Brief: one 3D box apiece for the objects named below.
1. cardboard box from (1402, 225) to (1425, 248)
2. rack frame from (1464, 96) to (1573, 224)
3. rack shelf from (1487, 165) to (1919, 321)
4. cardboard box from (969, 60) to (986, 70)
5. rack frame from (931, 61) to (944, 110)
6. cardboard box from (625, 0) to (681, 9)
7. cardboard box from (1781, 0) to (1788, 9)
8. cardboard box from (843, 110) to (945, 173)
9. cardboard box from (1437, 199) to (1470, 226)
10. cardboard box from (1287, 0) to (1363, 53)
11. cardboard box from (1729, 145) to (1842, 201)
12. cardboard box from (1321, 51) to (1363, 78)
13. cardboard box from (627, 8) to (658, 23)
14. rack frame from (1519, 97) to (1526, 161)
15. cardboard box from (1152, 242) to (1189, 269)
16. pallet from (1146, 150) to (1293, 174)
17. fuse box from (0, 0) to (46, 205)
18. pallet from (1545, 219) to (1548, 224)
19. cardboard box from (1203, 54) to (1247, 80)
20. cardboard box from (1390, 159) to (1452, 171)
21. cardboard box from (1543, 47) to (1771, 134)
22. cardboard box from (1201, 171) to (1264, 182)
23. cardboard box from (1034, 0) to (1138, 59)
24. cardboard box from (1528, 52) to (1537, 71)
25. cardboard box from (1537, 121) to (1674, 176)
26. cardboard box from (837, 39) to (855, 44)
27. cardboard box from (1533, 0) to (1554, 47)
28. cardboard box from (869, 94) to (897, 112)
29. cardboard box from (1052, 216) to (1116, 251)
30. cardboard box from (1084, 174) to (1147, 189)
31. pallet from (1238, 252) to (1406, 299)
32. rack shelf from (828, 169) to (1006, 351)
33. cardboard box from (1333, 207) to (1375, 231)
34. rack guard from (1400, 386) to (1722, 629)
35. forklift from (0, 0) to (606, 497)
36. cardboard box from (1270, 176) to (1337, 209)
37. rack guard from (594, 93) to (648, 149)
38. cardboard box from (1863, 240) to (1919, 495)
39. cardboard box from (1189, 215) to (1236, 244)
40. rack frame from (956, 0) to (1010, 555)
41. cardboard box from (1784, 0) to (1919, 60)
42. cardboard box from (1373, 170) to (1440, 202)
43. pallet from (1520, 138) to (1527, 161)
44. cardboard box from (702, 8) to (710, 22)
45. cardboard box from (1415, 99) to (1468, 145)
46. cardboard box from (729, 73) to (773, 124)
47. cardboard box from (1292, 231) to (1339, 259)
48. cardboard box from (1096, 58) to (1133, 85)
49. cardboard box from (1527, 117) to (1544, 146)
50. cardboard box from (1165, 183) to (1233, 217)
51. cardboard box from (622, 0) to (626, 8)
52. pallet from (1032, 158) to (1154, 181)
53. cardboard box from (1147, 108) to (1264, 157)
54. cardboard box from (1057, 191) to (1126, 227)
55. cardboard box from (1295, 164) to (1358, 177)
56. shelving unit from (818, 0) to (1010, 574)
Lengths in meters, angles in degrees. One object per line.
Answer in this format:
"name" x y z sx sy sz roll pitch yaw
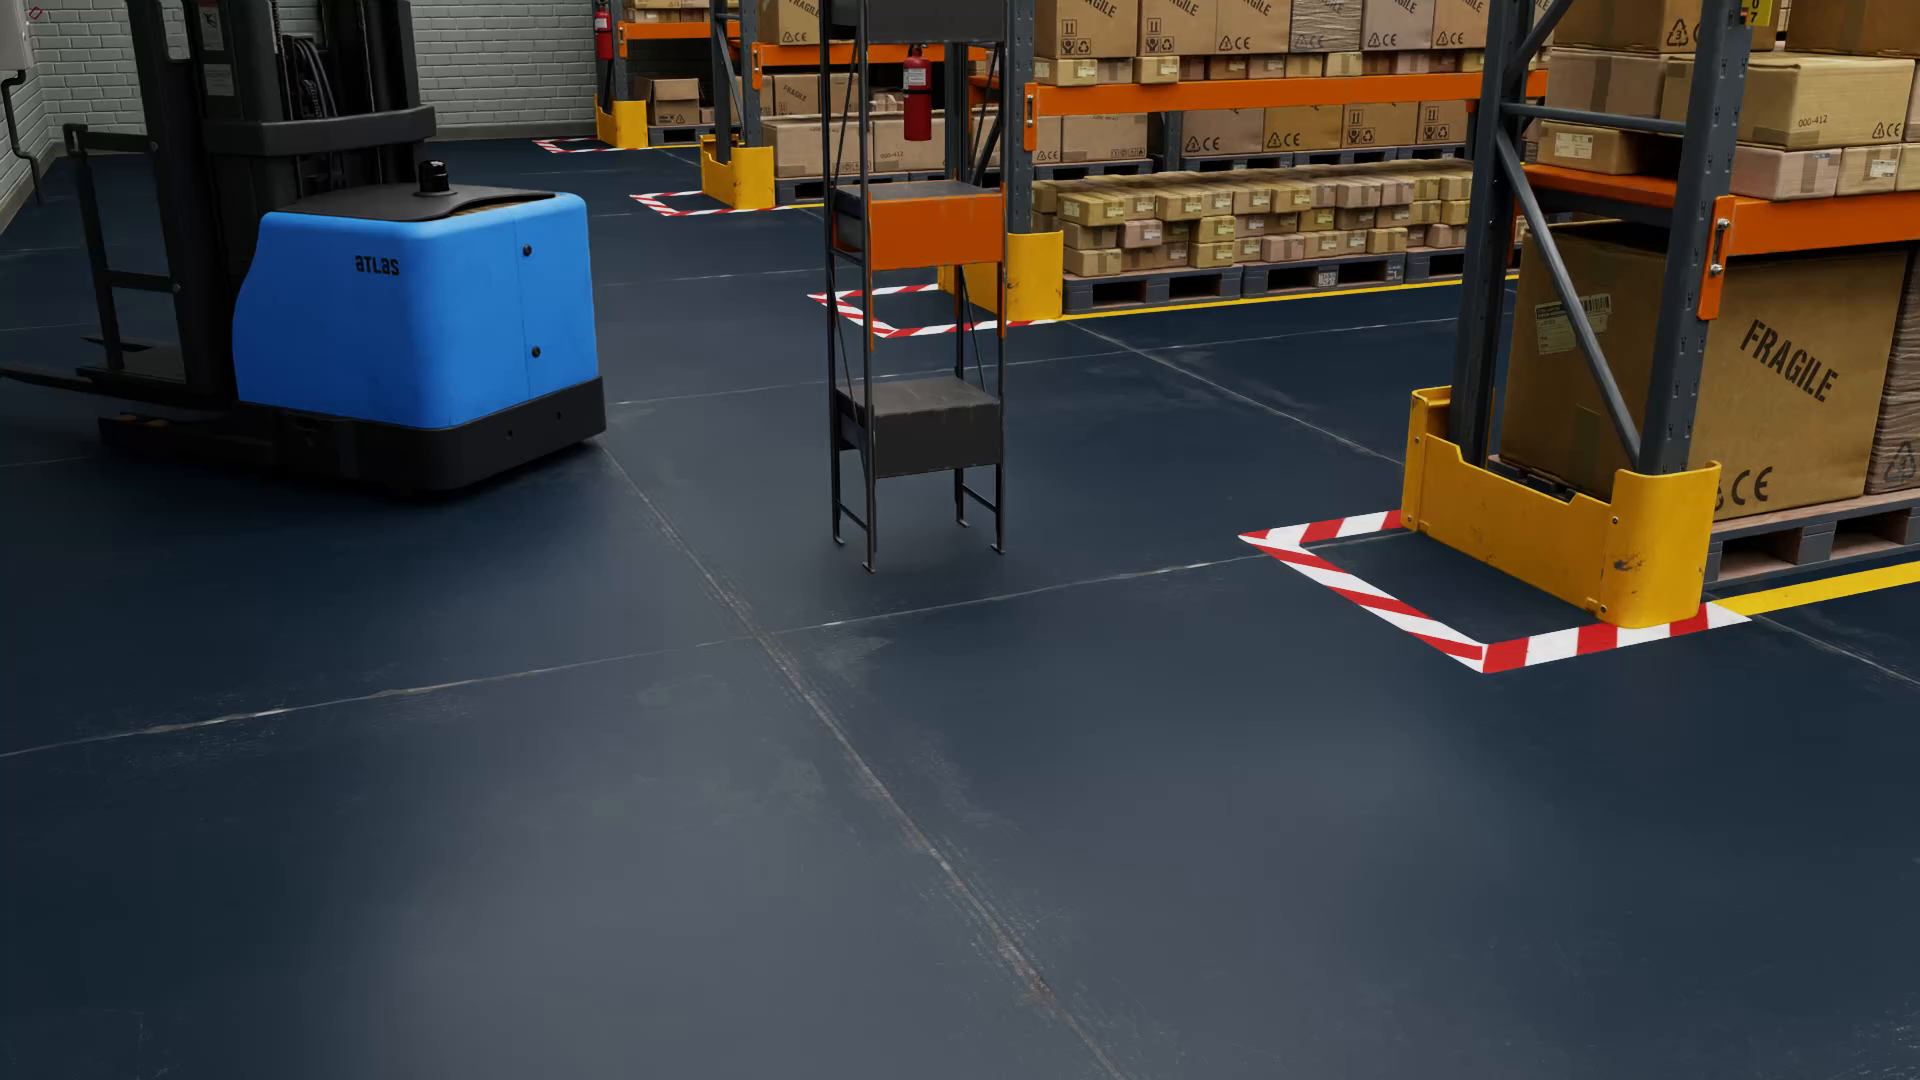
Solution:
"cardboard box" 2.827 -2.021 10.906 0.250 0.149 0.380 -9 21 -23
"rack frame" 3.831 -3.384 11.116 0.127 3.000 1.000 -8 21 -22
"rack shelf" 3.866 -1.256 6.155 4.000 0.370 1.077 -8 21 -22
"cardboard box" 0.242 -5.684 19.804 0.250 0.149 0.380 -7 21 -19
"rack frame" -0.192 -6.393 19.663 0.127 3.000 1.000 -8 21 -22
"cardboard box" -3.342 -5.914 18.080 0.500 0.250 0.500 -8 21 -22
"cardboard box" 5.334 -3.655 11.183 0.250 0.149 0.380 -7 21 -20
"cardboard box" -0.492 -3.584 14.909 0.875 0.438 0.875 -8 21 -20
"cardboard box" 3.185 -2.159 10.850 0.250 0.149 0.380 -9 21 -24
"cardboard box" 2.081 -3.228 10.074 0.500 0.500 0.500 -9 21 -23
"cardboard box" 2.486 -1.159 5.177 0.250 0.149 0.380 -8 21 -21
"cardboard box" 2.254 -2.929 10.202 0.250 0.149 0.380 -8 21 -21
"cardboard box" -3.455 -5.708 18.096 0.250 0.149 0.380 -8 21 -22
"rack frame" 5.450 -5.406 16.860 0.127 3.000 1.000 -8 21 -22
"cardboard box" 1.199 -1.777 10.211 0.250 0.149 0.380 -8 21 -21
"pallet" 2.456 -3.689 16.182 1.213 0.211 1.003 -8 21 -22
"fuse box" -7.762 -3.657 13.832 0.414 1.711 0.539 -8 21 -22
"pallet" 4.545 -2.171 11.871 1.213 0.211 1.003 -8 21 -22
"cardboard box" 1.513 -2.851 9.981 0.250 0.149 0.380 -8 21 -22
"cardboard box" 3.156 -2.518 11.420 0.250 0.149 0.380 -7 21 -19
"cardboard box" 2.369 -1.546 5.674 0.500 0.250 0.500 -9 21 -23
"cardboard box" 1.758 -2.295 10.788 0.250 0.149 0.380 -9 21 -24
"cardboard box" 0.679 -3.020 9.484 0.500 0.500 0.500 -7 21 -19
"cardboard box" 3.468 -3.089 10.658 0.250 0.149 0.380 -9 21 -23
"cardboard box" 2.226 -1.361 5.748 0.250 0.149 0.380 -8 21 -21
"cardboard box" -0.888 -4.452 13.998 0.500 0.500 0.500 -8 21 -23
"cardboard box" 3.498 -3.422 10.625 0.500 0.500 0.500 -8 21 -22
"cardboard box" -0.916 -5.092 19.451 0.258 0.266 0.396 -7 21 -20
"cardboard box" 0.741 -1.842 9.949 0.250 0.149 0.380 -7 21 -20
"cardboard box" 0.984 -2.227 10.595 0.250 0.149 0.380 -9 21 -23
"pallet" 2.106 -1.808 10.838 1.213 0.211 1.003 -8 21 -22
"rack shelf" -0.152 -0.956 5.616 0.480 0.518 0.431 -8 21 -22
"cardboard box" 2.435 -2.087 10.647 0.250 0.149 0.380 -9 21 -24
"rack guard" 2.008 -0.150 5.694 0.348 0.500 1.175 -8 21 -22
"forklift" -3.077 -1.867 6.911 3.031 2.935 1.130 9 21 24
"cardboard box" 2.167 -2.198 10.514 0.250 0.149 0.380 -8 21 -22
"rack guard" -3.796 -4.698 18.612 0.348 0.500 1.175 -8 21 -22
"cardboard box" 3.421 -0.756 6.220 0.875 0.875 0.875 -8 21 -22
"cardboard box" 1.483 -1.921 10.173 0.250 0.149 0.380 -7 21 -20
"rack frame" 0.072 -1.001 5.703 0.015 2.100 0.400 -8 21 -22
"cardboard box" 3.036 -1.802 5.271 0.500 0.500 0.500 -9 21 -23
"cardboard box" 2.893 -2.301 10.804 0.250 0.149 0.380 -7 21 -20
"pallet" 6.168 -4.193 17.614 1.213 0.211 1.003 -8 21 -22
"cardboard box" -2.756 -5.815 18.400 0.250 0.149 0.380 -7 21 -20
"cardboard box" 4.783 -4.537 16.957 0.875 0.875 0.875 -8 21 -22
"cardboard box" -2.466 -5.038 18.946 0.500 0.500 0.700 -7 21 -20
"cardboard box" 2.181 -1.890 10.533 0.250 0.149 0.380 -8 21 -22
"cardboard box" 0.802 -2.728 9.631 0.250 0.149 0.380 -7 21 -20
"cardboard box" 4.414 -2.932 11.834 0.500 0.250 0.500 -9 21 -23
"cardboard box" 1.456 -2.082 10.183 0.250 0.149 0.380 -9 21 -25
"cardboard box" -3.548 -6.078 18.546 0.500 0.250 0.500 -8 21 -20
"pallet" 1.048 -3.489 15.612 1.213 0.211 1.003 -8 21 -22
"cardboard box" 2.315 -4.182 15.950 0.875 0.875 0.875 -7 21 -20
"cardboard box" 0.773 -1.957 9.828 0.250 0.149 0.380 -9 21 -24
"cardboard box" 2.447 -2.419 11.141 0.250 0.149 0.380 -8 21 -21
"shelving unit" -0.152 -0.969 5.611 0.503 2.100 0.431 -8 21 -22
